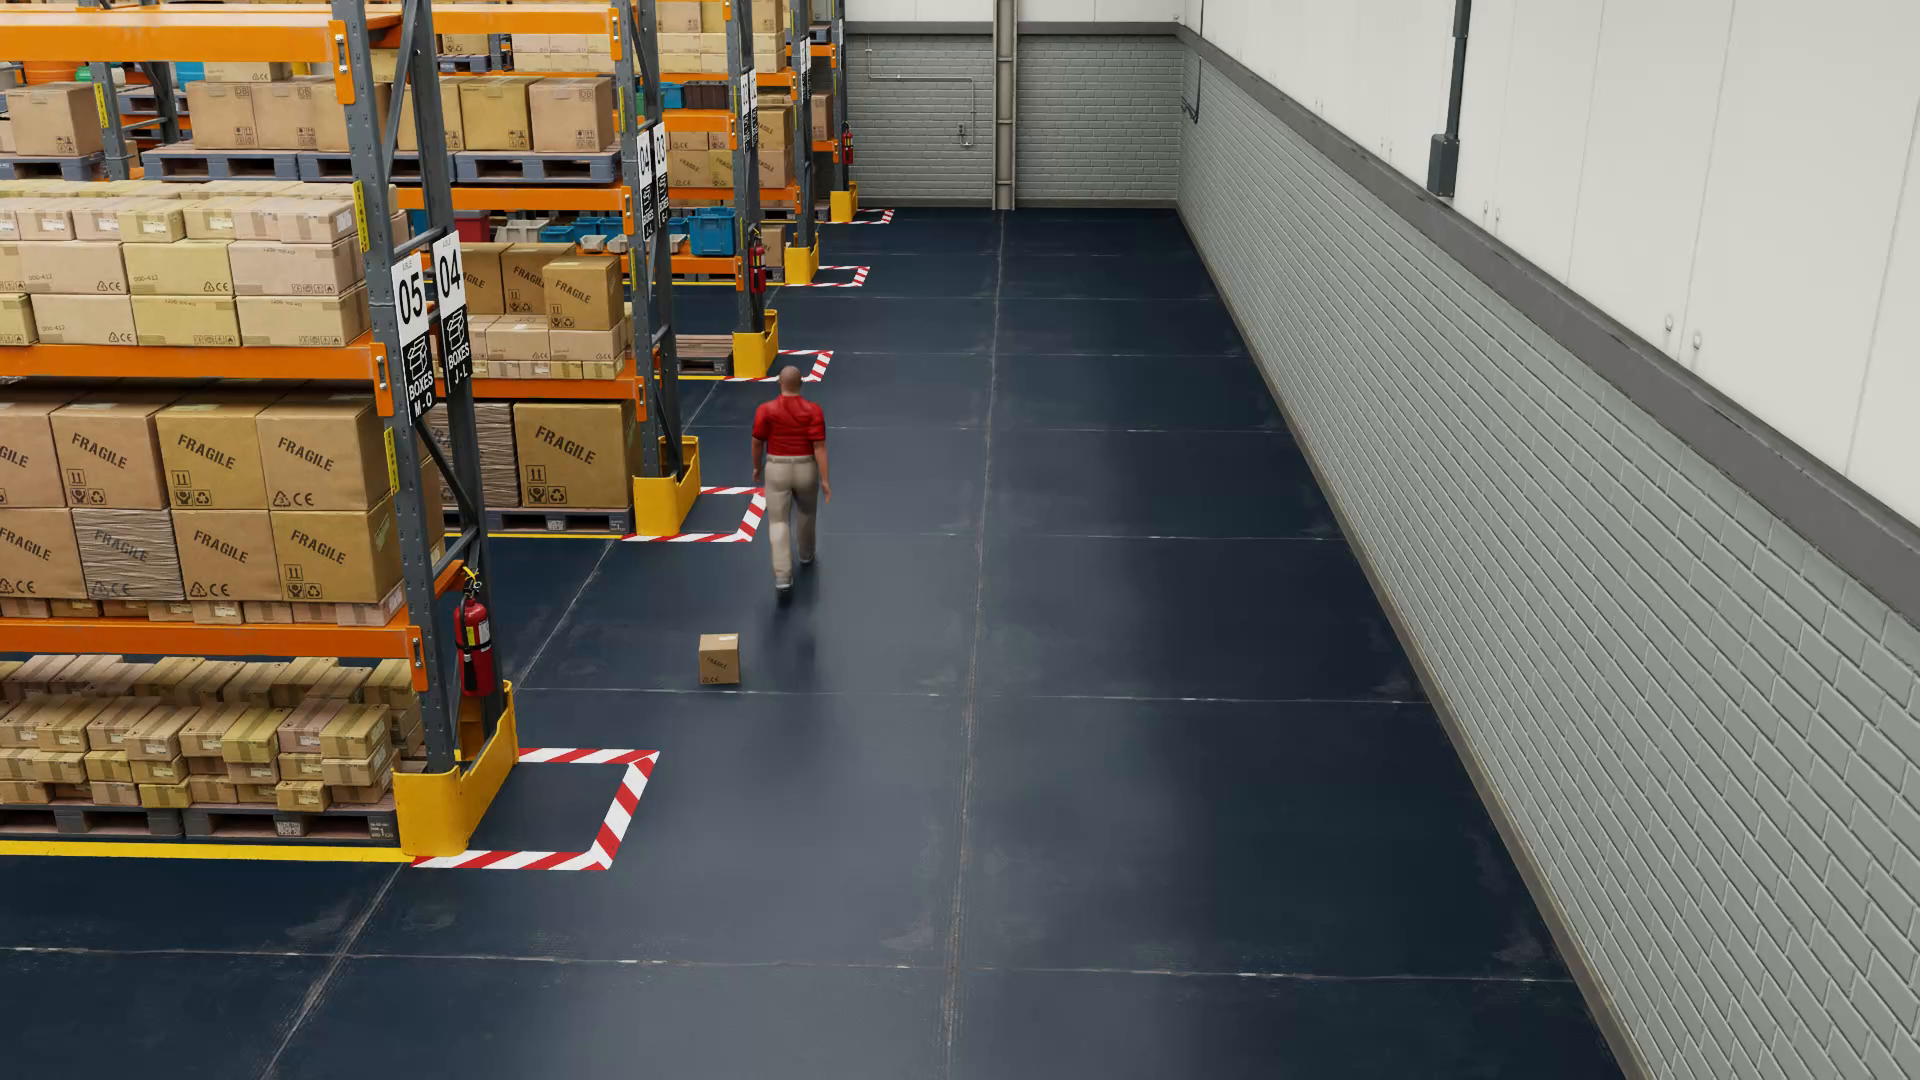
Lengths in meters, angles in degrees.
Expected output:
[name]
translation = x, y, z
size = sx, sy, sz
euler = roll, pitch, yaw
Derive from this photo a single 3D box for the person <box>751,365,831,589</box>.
[person]
translation = -1.273, -0.515, 12.487
size = 0.568, 1.668, 1.072
euler = -3, 21, -9
